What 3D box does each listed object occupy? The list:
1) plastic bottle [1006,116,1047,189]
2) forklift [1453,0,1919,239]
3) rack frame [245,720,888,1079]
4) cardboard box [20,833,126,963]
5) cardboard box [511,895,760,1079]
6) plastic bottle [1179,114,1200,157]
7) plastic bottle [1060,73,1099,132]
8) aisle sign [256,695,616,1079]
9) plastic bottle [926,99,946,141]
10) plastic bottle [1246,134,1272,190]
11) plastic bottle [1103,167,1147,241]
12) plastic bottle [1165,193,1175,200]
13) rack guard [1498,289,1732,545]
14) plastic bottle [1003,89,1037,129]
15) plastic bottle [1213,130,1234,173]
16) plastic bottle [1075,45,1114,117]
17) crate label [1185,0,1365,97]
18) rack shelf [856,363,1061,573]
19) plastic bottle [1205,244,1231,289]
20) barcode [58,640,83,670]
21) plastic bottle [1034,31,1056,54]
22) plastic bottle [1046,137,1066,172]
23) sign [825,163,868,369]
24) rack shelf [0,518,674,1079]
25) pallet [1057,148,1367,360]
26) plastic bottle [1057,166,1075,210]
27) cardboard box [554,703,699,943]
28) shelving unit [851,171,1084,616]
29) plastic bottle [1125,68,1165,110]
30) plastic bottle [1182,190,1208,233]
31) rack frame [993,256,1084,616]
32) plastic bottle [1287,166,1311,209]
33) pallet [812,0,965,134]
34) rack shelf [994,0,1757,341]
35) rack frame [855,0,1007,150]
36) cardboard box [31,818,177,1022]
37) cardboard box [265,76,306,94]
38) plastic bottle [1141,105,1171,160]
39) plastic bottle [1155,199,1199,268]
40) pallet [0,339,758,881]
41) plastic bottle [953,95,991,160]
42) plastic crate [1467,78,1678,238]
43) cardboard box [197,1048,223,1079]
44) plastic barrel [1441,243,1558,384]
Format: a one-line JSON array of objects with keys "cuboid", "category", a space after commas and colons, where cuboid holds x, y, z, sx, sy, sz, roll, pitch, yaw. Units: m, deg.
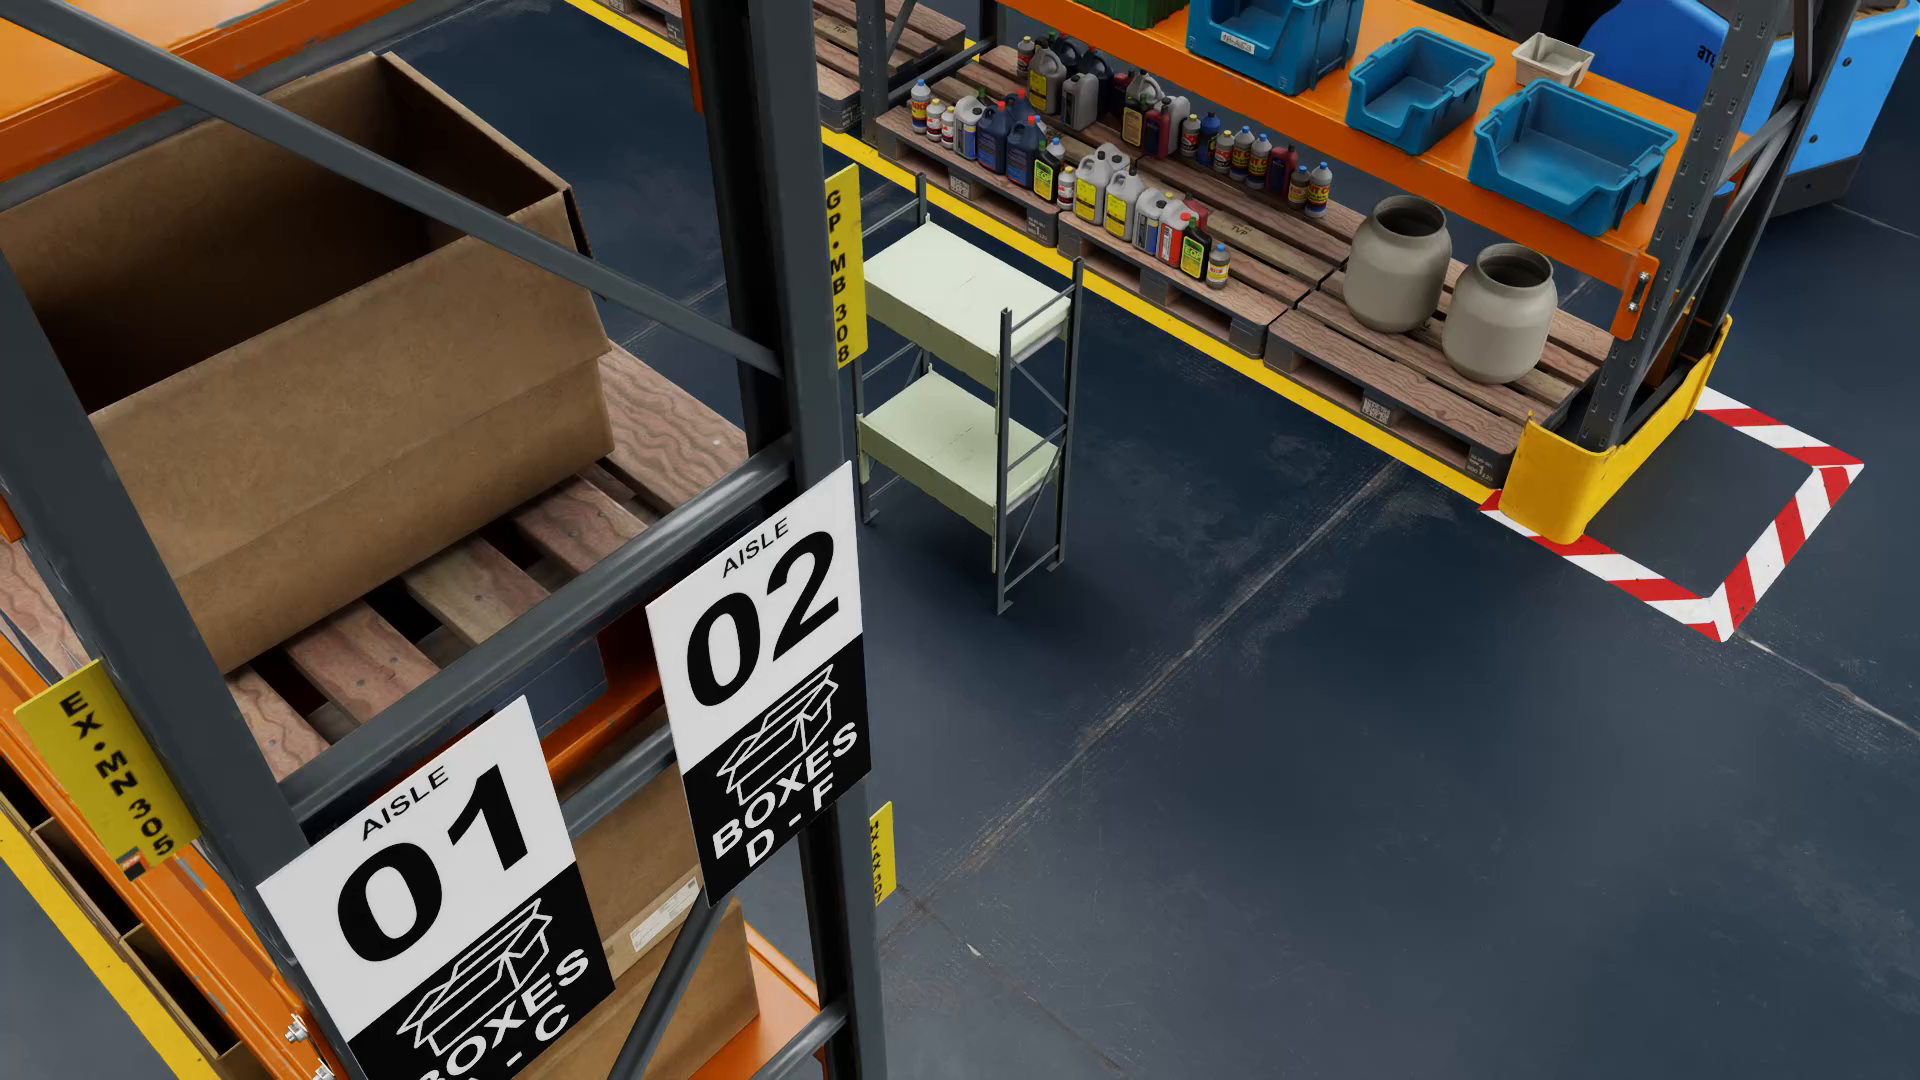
[{"cuboid": [0.320, -1.880, 7.973, 0.185, 0.351, 0.144, 32, 54, 26], "category": "plastic bottle"}, {"cuboid": [3.377, -3.545, 8.068, 1.130, 2.935, 3.031, -17, 49, -16], "category": "forklift"}, {"cuboid": [-0.553, 1.279, 3.492, 0.127, 3.000, 1.000, 34, 55, 28], "category": "rack frame"}, {"cuboid": [-2.630, 0.990, 5.361, 0.500, 0.250, 0.500, 34, 55, 28], "category": "cardboard box"}, {"cuboid": [-0.888, 1.007, 3.679, 0.500, 0.500, 0.700, 34, 55, 28], "category": "cardboard box"}, {"cuboid": [1.139, -1.999, 8.187, 0.097, 0.201, 0.097, 0, 47, 0], "category": "plastic bottle"}, {"cuboid": [0.597, -2.218, 8.342, 0.135, 0.276, 0.152, 34, 55, 28], "category": "plastic bottle"}, {"cuboid": [-0.704, 0.579, 2.366, 0.004, 0.787, 0.394, 34, 55, 28], "category": "aisle sign"}, {"cuboid": [-0.119, -2.101, 8.283, 0.097, 0.201, 0.097, 0, 47, 0], "category": "plastic bottle"}, {"cuboid": [1.436, -1.823, 7.974, 0.097, 0.271, 0.097, 0, 47, 0], "category": "plastic bottle"}, {"cuboid": [0.769, -1.578, 7.689, 0.144, 0.351, 0.185, -36, 56, -29], "category": "plastic bottle"}, {"cuboid": [0.964, -1.523, 7.740, 0.097, 0.201, 0.097, 0, 47, 0], "category": "plastic bottle"}, {"cuboid": [2.721, -0.530, 6.905, 0.348, 0.500, 1.175, 34, 55, 28], "category": "rack guard"}, {"cuboid": [0.279, -2.051, 8.133, 0.185, 0.351, 0.144, 34, 55, 28], "category": "plastic bottle"}, {"cuboid": [1.290, -1.897, 8.091, 0.097, 0.201, 0.097, 0, 47, 0], "category": "plastic bottle"}, {"cuboid": [0.679, -2.336, 8.401, 0.185, 0.351, 0.144, 31, 54, 26], "category": "plastic bottle"}, {"cuboid": [1.273, -2.150, 6.687, 0.616, 0.435, 0.502, 34, 55, 28], "category": "crate label"}, {"cuboid": [0.005, -0.287, 6.438, 0.720, 0.370, 0.431, 34, 55, 28], "category": "rack shelf"}, {"cuboid": [1.162, -1.239, 7.474, 0.097, 0.201, 0.097, 0, 47, 0], "category": "plastic bottle"}, {"cuboid": [-1.102, 0.162, 2.084, 0.075, 0.075, 0.001, 34, 55, 28], "category": "barcode"}, {"cuboid": [0.447, -2.511, 8.611, 0.061, 0.283, 0.133, -36, 56, -29], "category": "plastic bottle"}, {"cuboid": [0.453, -1.800, 7.952, 0.097, 0.271, 0.097, 0, 47, 0], "category": "plastic bottle"}, {"cuboid": [-0.172, -0.369, 2.327, 0.005, 0.325, 0.100, 34, 55, 28], "category": "sign"}, {"cuboid": [-2.023, -0.491, 3.589, 4.000, 0.370, 1.077, 34, 55, 28], "category": "rack shelf"}, {"cuboid": [1.236, -1.439, 7.956, 1.213, 0.211, 1.003, 34, 55, 28], "category": "pallet"}, {"cuboid": [0.512, -1.676, 7.884, 0.097, 0.201, 0.097, 0, 47, 0], "category": "plastic bottle"}, {"cuboid": [-0.927, 0.536, 3.230, 0.500, 0.500, 0.700, 34, 55, 28], "category": "cardboard box"}, {"cuboid": [0.005, -0.510, 6.200, 0.755, 1.500, 0.431, 34, 55, 28], "category": "shelving unit"}, {"cuboid": [0.917, -2.176, 8.251, 0.185, 0.351, 0.144, 34, 55, 27], "category": "plastic bottle"}, {"cuboid": [1.067, -1.464, 7.628, 0.133, 0.283, 0.061, 34, 55, 28], "category": "plastic bottle"}, {"cuboid": [0.274, -0.329, 6.030, 0.023, 1.500, 0.400, 34, 55, 28], "category": "rack frame"}, {"cuboid": [1.612, -1.680, 7.888, 0.097, 0.201, 0.097, 0, 47, 0], "category": "plastic bottle"}, {"cuboid": [-0.734, -2.764, 9.200, 1.213, 0.211, 1.003, 34, 55, 28], "category": "pallet"}, {"cuboid": [1.339, -2.116, 7.172, 4.000, 0.370, 1.077, 34, 55, 28], "category": "rack shelf"}, {"cuboid": [-0.130, -3.351, 7.839, 0.127, 3.000, 1.000, 34, 55, 28], "category": "rack frame"}, {"cuboid": [-2.261, 0.979, 4.857, 0.500, 0.500, 0.500, 34, 55, 28], "category": "cardboard box"}, {"cuboid": [-1.588, -0.942, 3.066, 0.500, 0.500, 0.500, 34, 55, 28], "category": "cardboard box"}, {"cuboid": [0.962, -2.013, 8.144, 0.133, 0.283, 0.061, 34, 55, 28], "category": "plastic bottle"}, {"cuboid": [0.995, -1.404, 7.577, 0.135, 0.276, 0.152, 34, 56, 28], "category": "plastic bottle"}, {"cuboid": [-1.055, -0.081, 2.772, 1.213, 0.211, 1.003, 34, 55, 28], "category": "pallet"}, {"cuboid": [0.063, -2.032, 8.166, 0.135, 0.276, 0.152, 36, 56, 29], "category": "plastic bottle"}, {"cuboid": [2.238, -1.409, 6.118, 0.616, 0.251, 0.499, 34, 55, 28], "category": "plastic crate"}, {"cuboid": [-1.892, 1.482, 4.899, 0.500, 0.250, 0.500, 34, 55, 28], "category": "cardboard box"}, {"cuboid": [2.274, -0.950, 7.003, 0.421, 0.512, 0.421, 0, 47, 0], "category": "plastic barrel"}]
